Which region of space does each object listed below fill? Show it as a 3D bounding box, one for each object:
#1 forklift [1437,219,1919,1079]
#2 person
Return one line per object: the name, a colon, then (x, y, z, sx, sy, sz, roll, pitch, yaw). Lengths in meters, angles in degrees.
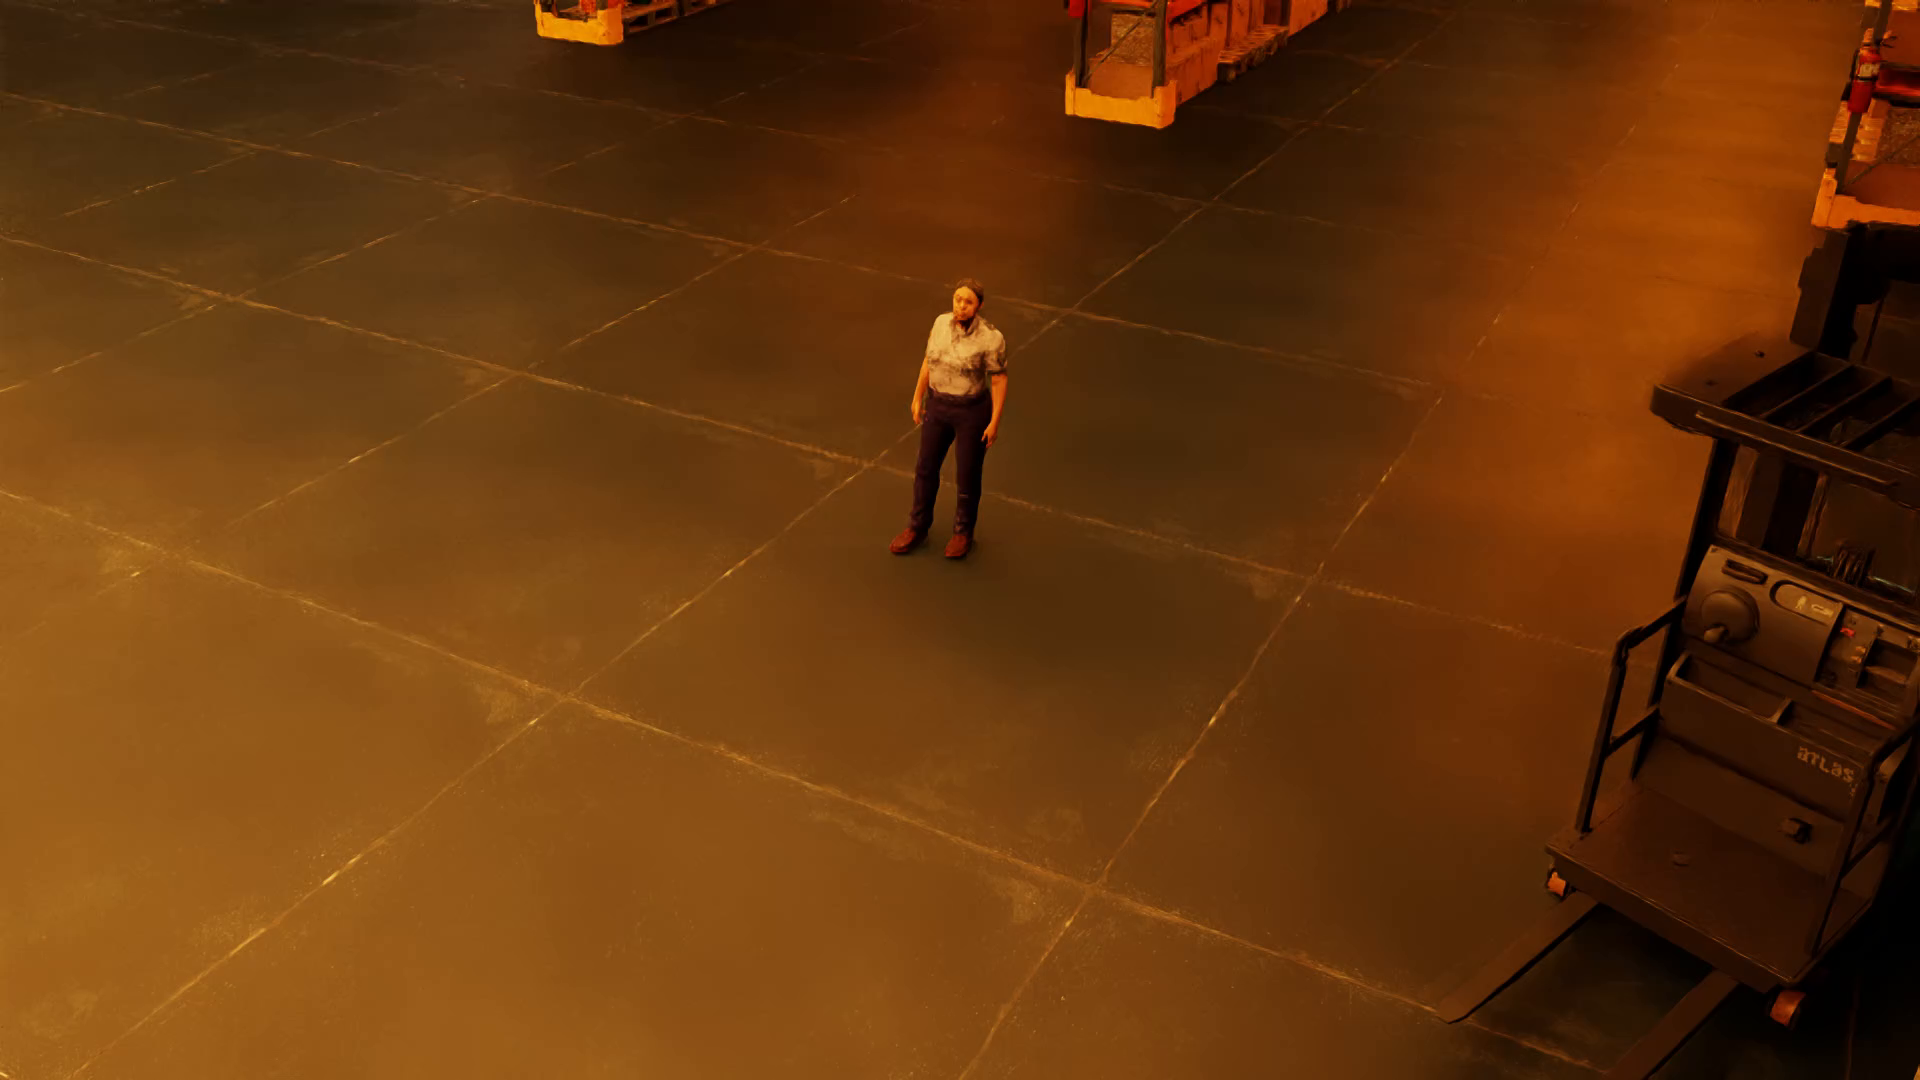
forklift: (3.191, 0.377, 6.417, 3.031, 2.935, 1.130, -24, 37, -35)
person: (-0.063, -0.686, 9.529, 0.599, 1.650, 0.502, 15, 33, 25)
